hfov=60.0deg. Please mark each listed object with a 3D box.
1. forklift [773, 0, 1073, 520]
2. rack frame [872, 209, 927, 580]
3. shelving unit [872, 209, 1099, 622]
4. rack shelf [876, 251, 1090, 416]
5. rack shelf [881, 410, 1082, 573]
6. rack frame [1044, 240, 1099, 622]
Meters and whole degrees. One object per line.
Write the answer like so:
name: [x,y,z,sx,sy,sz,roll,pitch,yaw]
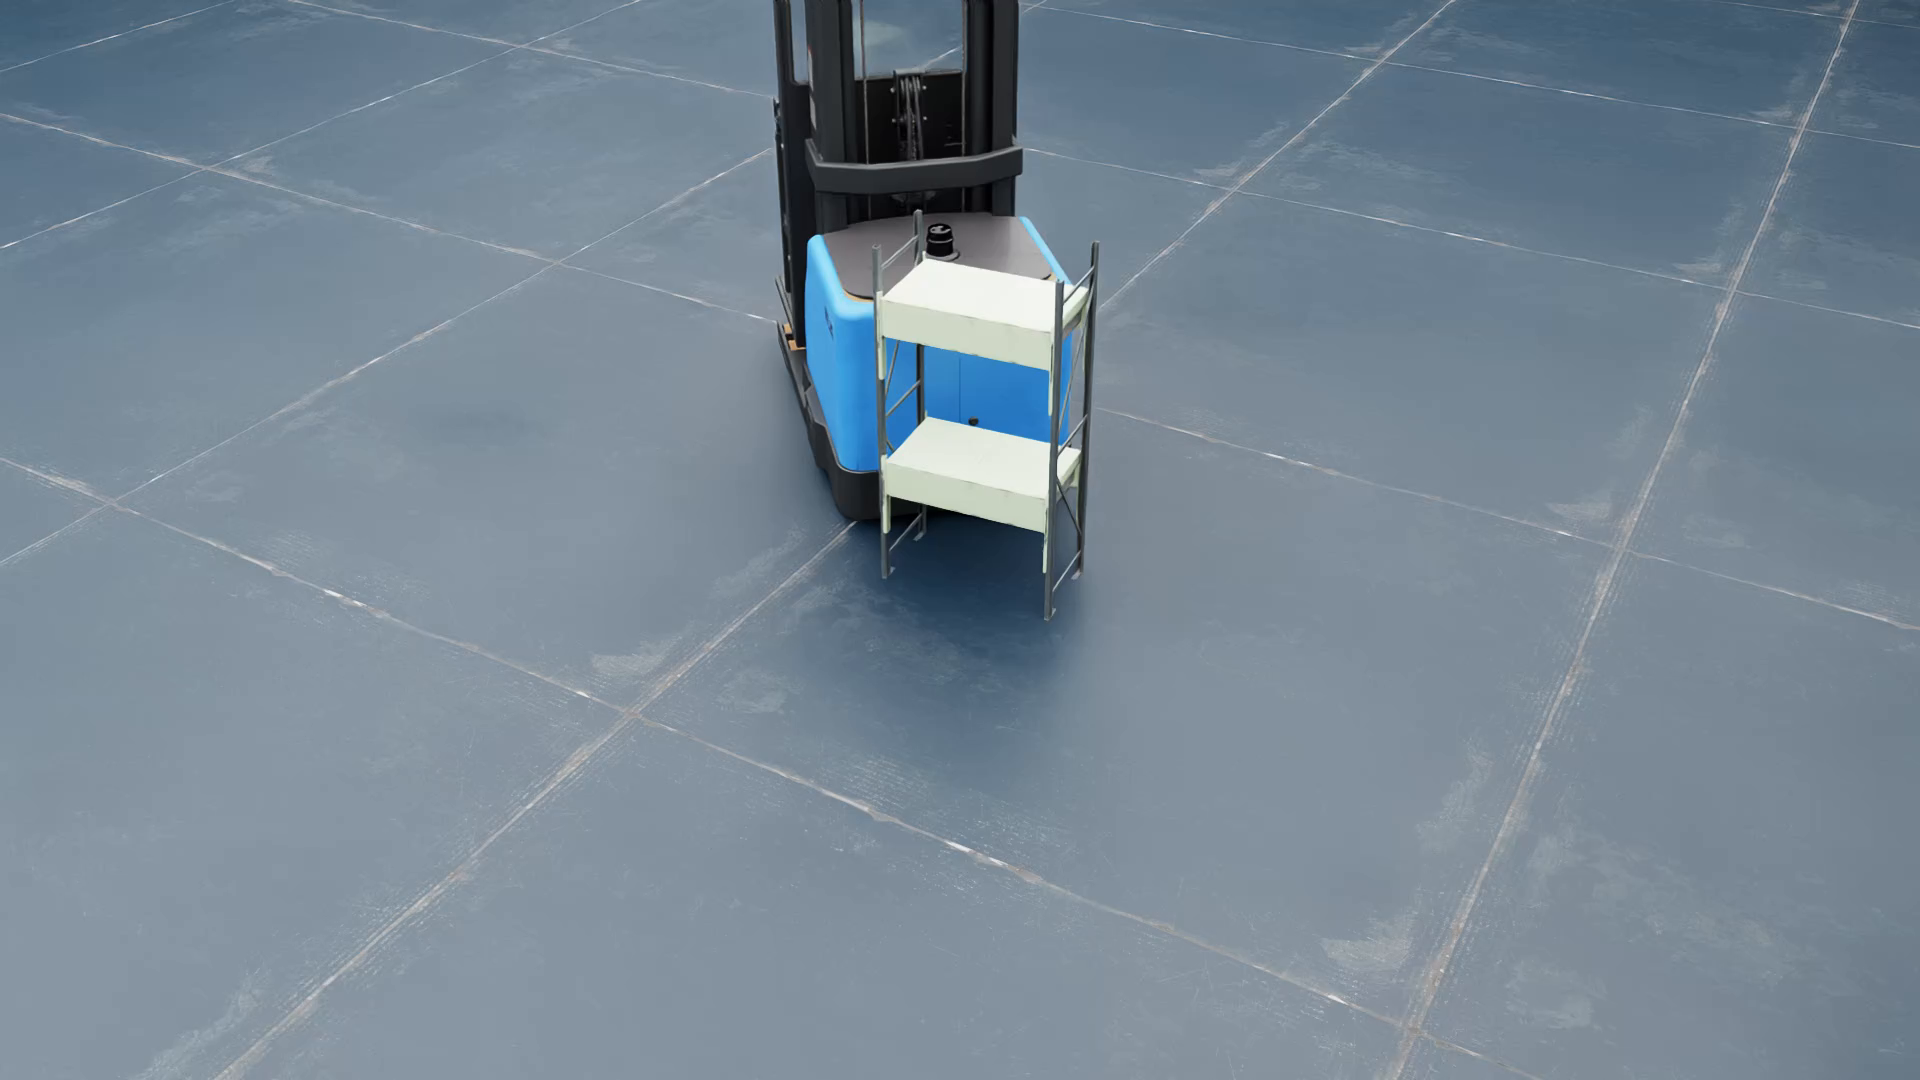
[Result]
forklift: [-0.333,-2.119,7.787,1.130,2.935,3.031,-7,34,-11]
rack frame: [-0.238,-0.560,6.737,0.023,1.500,0.400,14,36,20]
shelving unit: [0.097,-0.477,6.614,0.755,1.500,0.431,14,36,20]
rack shelf: [0.097,-0.802,6.397,0.720,0.370,0.431,14,36,20]
rack shelf: [0.097,-0.206,6.794,0.720,0.370,0.431,14,36,20]
rack frame: [0.431,-0.395,6.490,0.023,1.500,0.400,14,36,20]
